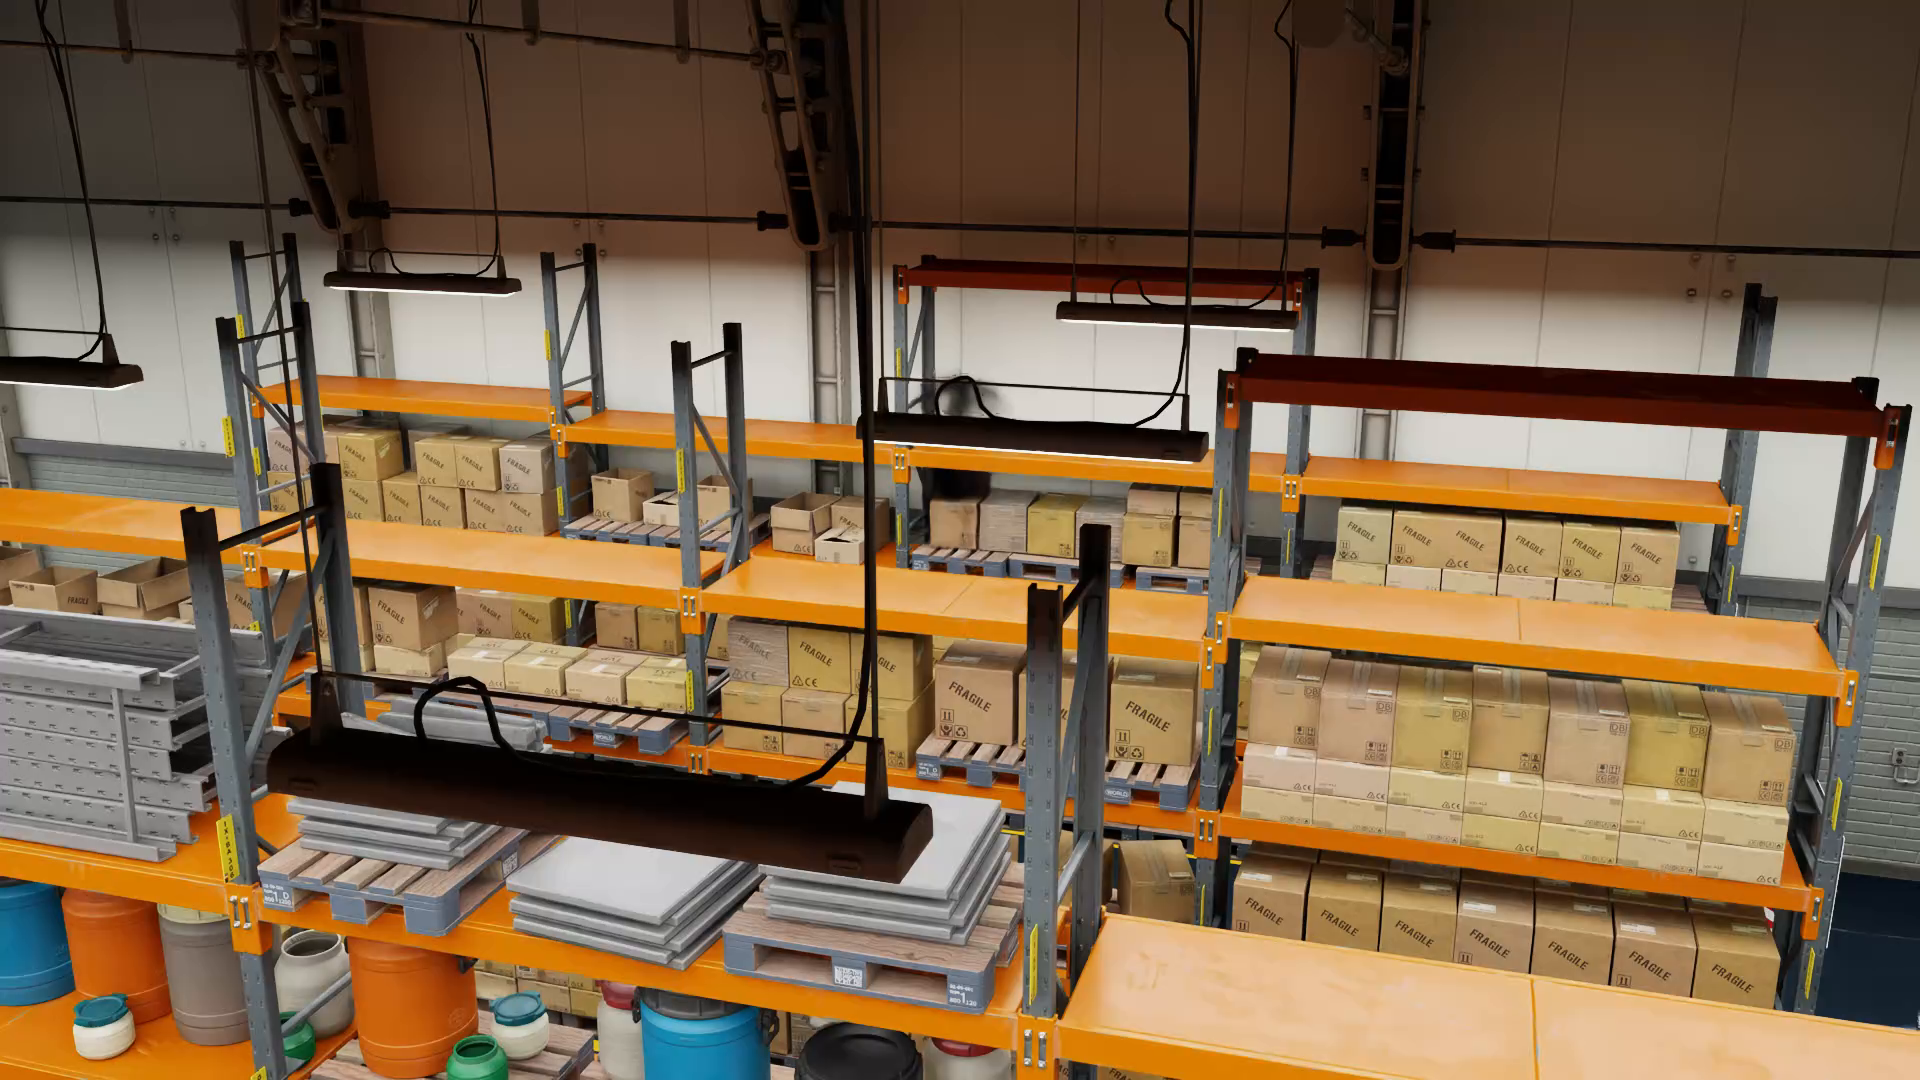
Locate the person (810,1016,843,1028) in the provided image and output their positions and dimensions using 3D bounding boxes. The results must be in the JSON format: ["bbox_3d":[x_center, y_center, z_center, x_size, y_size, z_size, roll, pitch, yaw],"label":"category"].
[{"bbox_3d":[-0.742,4.017,11.919,0.580,1.610,0.613,8,18,27],"label":"person"}]

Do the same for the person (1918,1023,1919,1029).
[{"bbox_3d":[6.706,4.029,11.603,0.621,1.765,0.994,10,19,30],"label":"person"}]
